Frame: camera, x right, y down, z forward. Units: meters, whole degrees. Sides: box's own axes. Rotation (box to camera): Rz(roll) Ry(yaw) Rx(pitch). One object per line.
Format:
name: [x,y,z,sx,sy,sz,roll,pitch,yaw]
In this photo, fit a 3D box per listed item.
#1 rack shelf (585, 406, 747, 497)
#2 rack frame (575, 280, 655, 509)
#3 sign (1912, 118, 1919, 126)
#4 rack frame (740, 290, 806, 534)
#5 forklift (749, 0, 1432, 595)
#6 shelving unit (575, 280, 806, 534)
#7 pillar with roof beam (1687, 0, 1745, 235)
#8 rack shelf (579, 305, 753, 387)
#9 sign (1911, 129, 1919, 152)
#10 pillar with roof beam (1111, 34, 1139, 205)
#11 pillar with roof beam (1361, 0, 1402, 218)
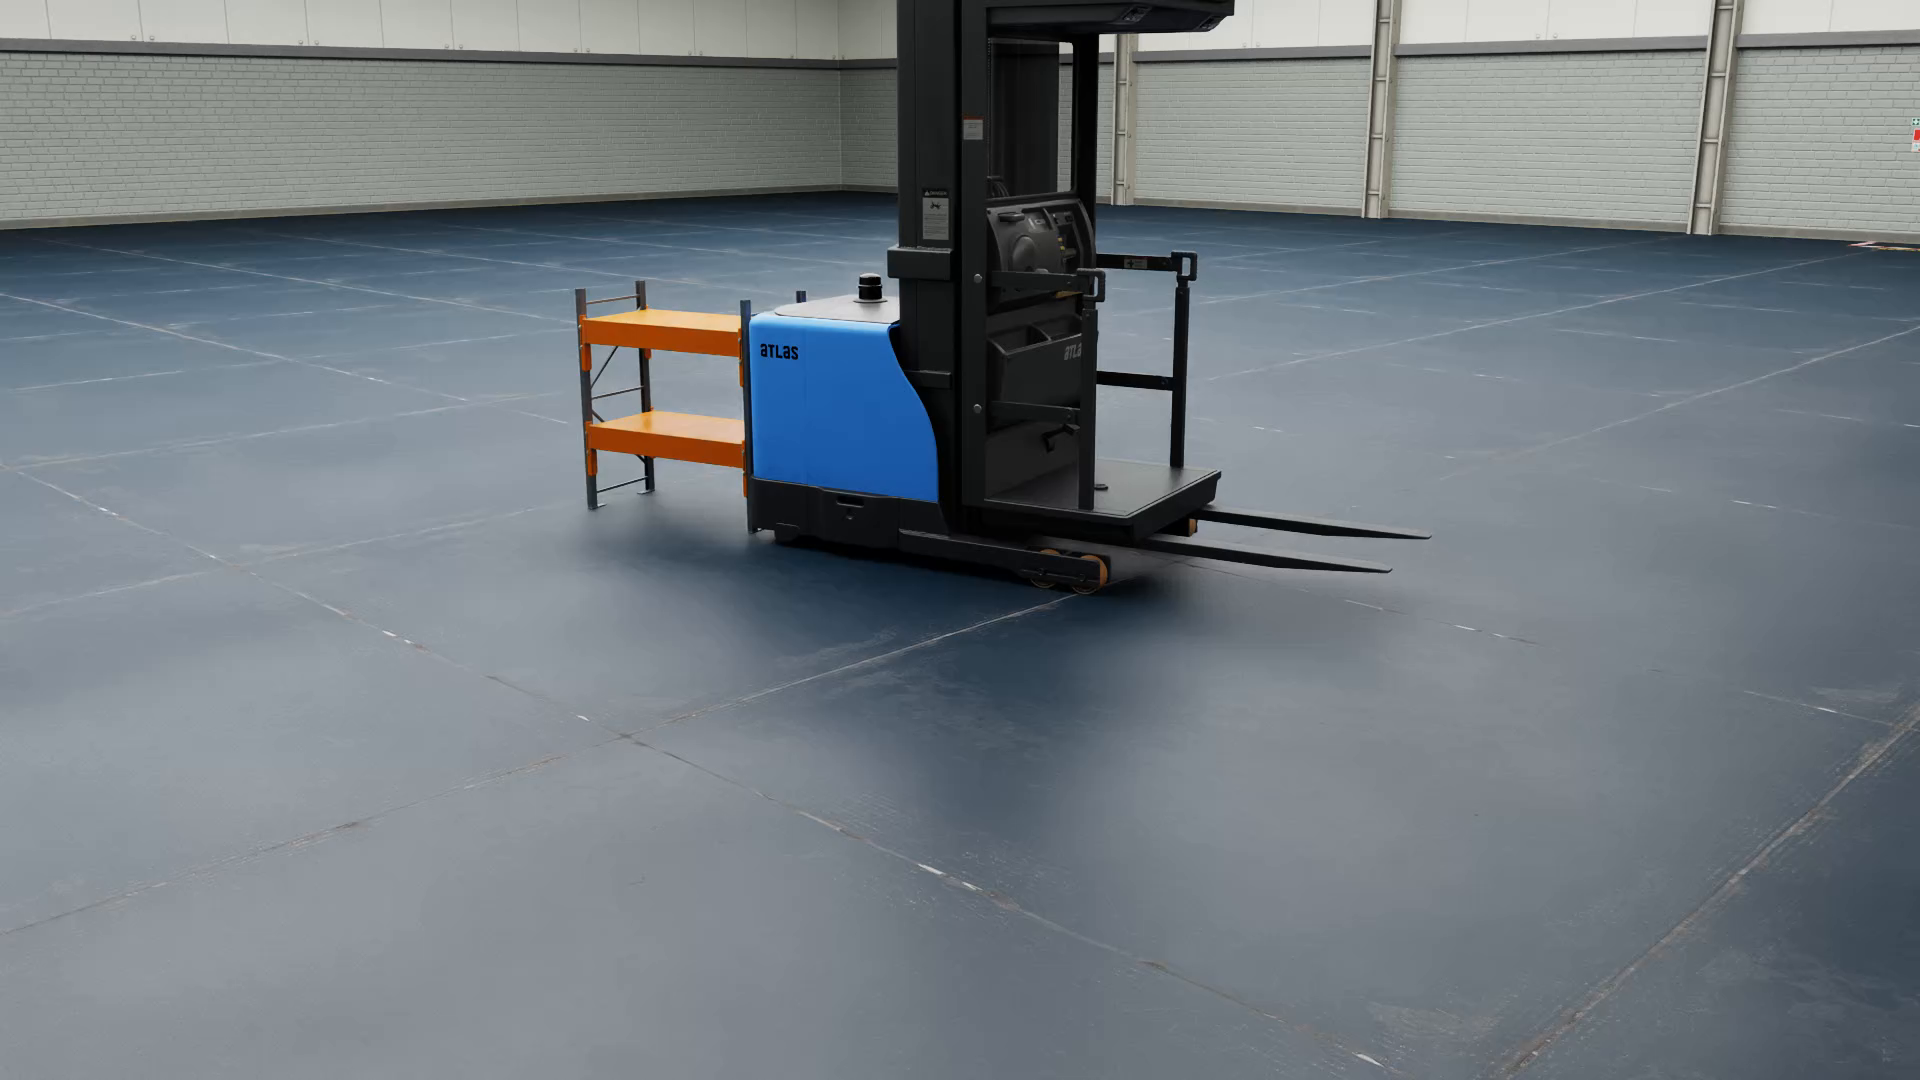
rack shelf: [-1.336,-0.459,8.431,1.000,0.278,0.538,8,17,29]
rack frame: [-1.779,-0.758,8.612,0.032,1.125,0.500,8,17,29]
sign: [14.306,-6.204,24.671,0.331,0.109,0.001,14,20,42]
rack frame: [-0.894,-0.632,8.126,0.032,1.125,0.500,8,17,29]
forklift: [0.545,-1.340,7.262,3.031,2.935,1.130,8,17,29]
shelving unit: [-1.336,-0.695,8.369,1.048,1.125,0.538,8,17,29]
pillar with roof beam: [9.081,-8.549,22.896,0.400,9.000,9.100,14,20,42]
rack shelf: [-1.336,-0.978,8.295,1.000,0.278,0.538,8,17,29]
sign: [14.309,-5.950,24.747,0.234,0.329,0.001,14,20,42]
pillar with roof beam: [0.442,-10.649,30.956,0.400,9.000,9.100,14,20,42]
pillar with roof beam: [4.762,-9.599,26.926,0.400,9.000,9.100,14,20,42]
